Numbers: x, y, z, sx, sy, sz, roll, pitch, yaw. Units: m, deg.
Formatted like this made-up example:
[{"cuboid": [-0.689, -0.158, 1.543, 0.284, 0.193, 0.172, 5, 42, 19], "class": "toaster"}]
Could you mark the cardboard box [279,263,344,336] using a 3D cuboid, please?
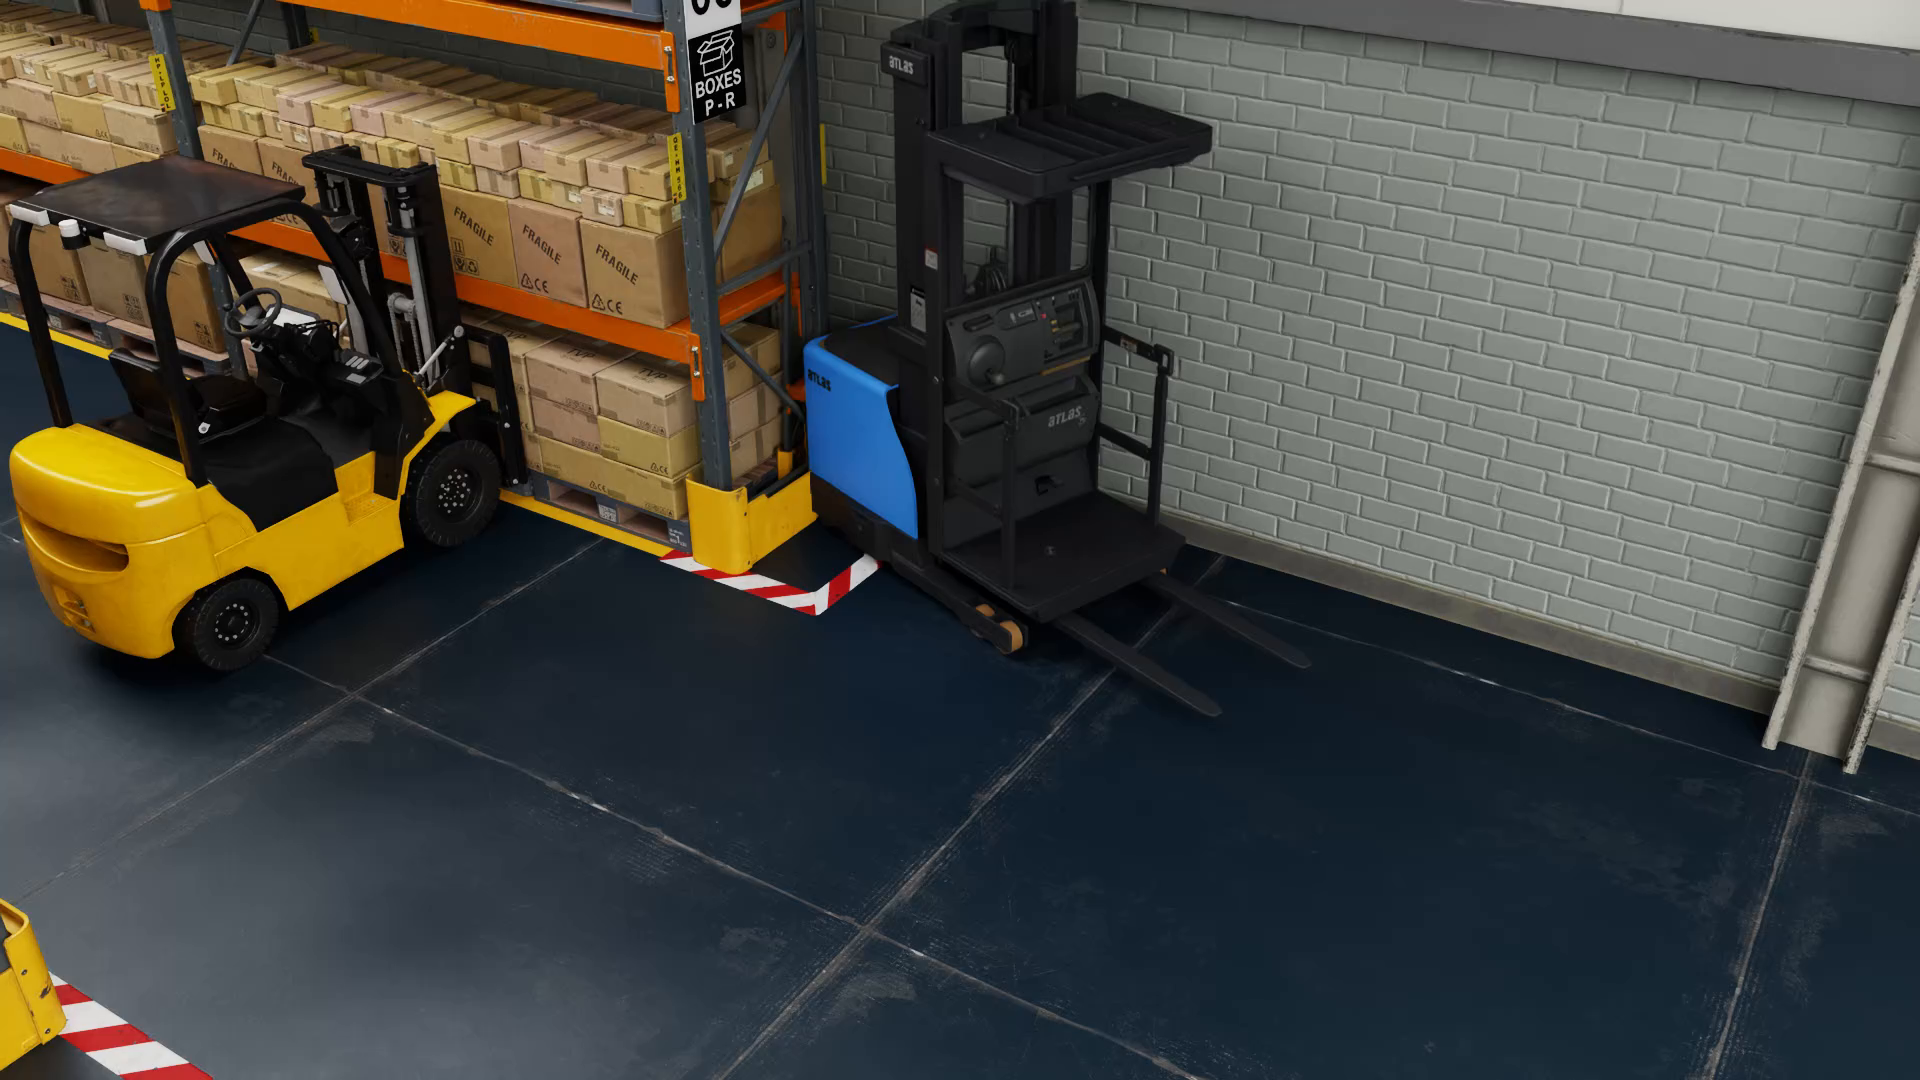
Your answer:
[{"cuboid": [-3.764, -1.491, 10.149, 0.500, 0.250, 0.500, 18, 35, 27], "class": "cardboard box"}]

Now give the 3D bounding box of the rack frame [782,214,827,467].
[{"cuboid": [-0.887, -1.070, 9.516, 0.032, 1.500, 0.500, 13, 31, 17], "class": "rack frame"}]

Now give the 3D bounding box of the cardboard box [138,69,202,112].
[{"cuboid": [-4.842, -2.790, 10.313, 0.250, 0.149, 0.380, 19, 35, 29], "class": "cardboard box"}]

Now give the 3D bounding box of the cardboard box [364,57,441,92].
[{"cuboid": [-3.337, -2.775, 9.992, 0.250, 0.149, 0.380, 17, 34, 26], "class": "cardboard box"}]

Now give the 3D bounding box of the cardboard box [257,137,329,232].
[{"cuboid": [-3.748, -2.151, 9.860, 0.500, 0.500, 0.500, 18, 35, 28], "class": "cardboard box"}]

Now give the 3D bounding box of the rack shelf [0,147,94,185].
[{"cuboid": [-6.129, -2.695, 11.607, 4.000, 0.370, 1.077, 18, 35, 27], "class": "rack shelf"}]

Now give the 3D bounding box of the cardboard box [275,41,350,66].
[{"cuboid": [-4.004, -2.965, 10.318, 0.250, 0.149, 0.380, 18, 35, 27], "class": "cardboard box"}]

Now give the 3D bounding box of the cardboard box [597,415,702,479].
[{"cuboid": [-1.625, -0.605, 9.126, 0.500, 0.250, 0.500, 17, 34, 27], "class": "cardboard box"}]

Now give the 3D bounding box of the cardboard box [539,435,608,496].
[{"cuboid": [-2.029, -0.521, 9.478, 0.500, 0.250, 0.500, 18, 35, 27], "class": "cardboard box"}]

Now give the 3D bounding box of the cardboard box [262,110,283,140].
[{"cuboid": [-3.849, -2.469, 9.763, 0.250, 0.149, 0.380, 17, 35, 27], "class": "cardboard box"}]

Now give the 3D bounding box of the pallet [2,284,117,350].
[{"cuboid": [-6.117, -1.773, 12.079, 1.213, 0.211, 1.003, 18, 35, 27], "class": "pallet"}]

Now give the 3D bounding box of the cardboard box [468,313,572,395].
[{"cuboid": [-2.471, -1.080, 9.444, 0.500, 0.250, 0.500, 18, 35, 28], "class": "cardboard box"}]

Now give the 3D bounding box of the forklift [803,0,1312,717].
[{"cuboid": [0.450, -0.983, 8.026, 1.130, 2.935, 3.031, -22, 37, -33], "class": "forklift"}]

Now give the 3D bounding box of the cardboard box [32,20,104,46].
[{"cuboid": [-6.129, -3.461, 11.463, 0.250, 0.149, 0.380, 19, 35, 29], "class": "cardboard box"}]

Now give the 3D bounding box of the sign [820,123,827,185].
[{"cuboid": [-0.747, -2.042, 8.836, 0.005, 0.325, 0.100, 18, 35, 27], "class": "sign"}]

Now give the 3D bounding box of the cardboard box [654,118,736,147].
[{"cuboid": [-1.410, -2.130, 8.885, 0.250, 0.149, 0.380, 19, 35, 29], "class": "cardboard box"}]

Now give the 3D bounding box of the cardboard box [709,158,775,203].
[{"cuboid": [-1.196, -1.924, 8.827, 0.250, 0.149, 0.380, 17, 34, 26], "class": "cardboard box"}]

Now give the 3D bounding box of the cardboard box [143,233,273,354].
[{"cuboid": [-4.882, -1.761, 11.231, 0.625, 0.625, 0.875, 19, 35, 29], "class": "cardboard box"}]

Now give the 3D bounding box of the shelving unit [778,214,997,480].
[{"cuboid": [-0.422, -0.960, 9.370, 1.083, 1.500, 0.587, 13, 31, 17], "class": "shelving unit"}]

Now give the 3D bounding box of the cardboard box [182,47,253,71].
[{"cuboid": [-4.818, -3.073, 10.799, 0.250, 0.149, 0.380, 16, 34, 26], "class": "cardboard box"}]

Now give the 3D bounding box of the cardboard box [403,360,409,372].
[{"cuboid": [-2.914, -1.009, 9.819, 0.500, 0.250, 0.500, 17, 35, 27], "class": "cardboard box"}]

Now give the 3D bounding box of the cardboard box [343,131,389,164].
[{"cuboid": [-3.236, -2.241, 9.371, 0.250, 0.149, 0.380, 16, 34, 26], "class": "cardboard box"}]

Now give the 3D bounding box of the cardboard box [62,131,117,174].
[{"cuboid": [-5.429, -2.561, 10.812, 0.500, 0.250, 0.500, 17, 34, 27], "class": "cardboard box"}]

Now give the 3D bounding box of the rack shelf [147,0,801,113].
[{"cuboid": [-2.741, -2.919, 9.014, 4.000, 0.370, 1.077, 18, 35, 27], "class": "rack shelf"}]

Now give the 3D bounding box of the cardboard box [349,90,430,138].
[{"cuboid": [-3.189, -2.399, 9.347, 0.250, 0.149, 0.380, 17, 34, 27], "class": "cardboard box"}]

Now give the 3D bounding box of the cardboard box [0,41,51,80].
[{"cuboid": [-6.206, -3.158, 10.943, 0.250, 0.149, 0.380, 17, 34, 26], "class": "cardboard box"}]

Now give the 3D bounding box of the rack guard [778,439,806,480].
[{"cuboid": [-0.915, -0.527, 9.825, 0.087, 0.250, 0.587, 13, 31, 17], "class": "rack guard"}]

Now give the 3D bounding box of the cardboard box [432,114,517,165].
[{"cuboid": [-2.596, -2.156, 8.930, 0.250, 0.149, 0.380, 18, 35, 28], "class": "cardboard box"}]

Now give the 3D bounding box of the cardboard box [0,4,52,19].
[{"cuboid": [-6.726, -3.711, 11.891, 0.250, 0.149, 0.380, 17, 34, 26], "class": "cardboard box"}]

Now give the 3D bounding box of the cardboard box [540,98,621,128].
[{"cuboid": [-2.091, -2.313, 9.200, 0.250, 0.149, 0.380, 19, 35, 29], "class": "cardboard box"}]

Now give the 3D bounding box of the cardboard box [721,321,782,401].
[{"cuboid": [-1.353, -1.034, 9.365, 0.500, 0.250, 0.500, 17, 34, 27], "class": "cardboard box"}]

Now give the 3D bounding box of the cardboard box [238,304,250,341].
[{"cuboid": [-4.189, -1.418, 10.521, 0.500, 0.250, 0.500, 17, 34, 27], "class": "cardboard box"}]

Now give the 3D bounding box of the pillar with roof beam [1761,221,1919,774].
[{"cuboid": [1.636, -1.116, 2.233, 0.400, 9.000, 9.100, 18, 35, 27], "class": "pillar with roof beam"}]

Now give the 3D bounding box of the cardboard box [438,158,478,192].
[{"cuboid": [-2.589, -2.028, 9.007, 0.250, 0.149, 0.380, 18, 35, 28], "class": "cardboard box"}]

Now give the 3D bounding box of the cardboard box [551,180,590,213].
[{"cuboid": [-1.909, -1.847, 8.696, 0.250, 0.149, 0.380, 18, 35, 28], "class": "cardboard box"}]

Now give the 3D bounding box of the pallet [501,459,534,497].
[{"cuboid": [-2.746, -0.708, 10.255, 1.213, 0.211, 1.003, 18, 35, 27], "class": "pallet"}]

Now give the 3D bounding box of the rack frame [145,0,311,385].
[{"cuboid": [-4.435, -2.470, 10.507, 0.127, 3.000, 1.000, 18, 35, 27], "class": "rack frame"}]

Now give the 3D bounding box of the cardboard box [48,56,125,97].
[{"cuboid": [-5.543, -2.954, 10.593, 0.250, 0.149, 0.380, 16, 34, 26], "class": "cardboard box"}]

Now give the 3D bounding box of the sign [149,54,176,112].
[{"cuboid": [-4.715, -2.702, 9.834, 0.005, 0.325, 0.100, 18, 35, 27], "class": "sign"}]

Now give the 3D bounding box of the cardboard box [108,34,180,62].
[{"cuboid": [-5.453, -3.278, 11.149, 0.250, 0.149, 0.380, 18, 35, 27], "class": "cardboard box"}]

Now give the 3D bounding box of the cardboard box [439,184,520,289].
[{"cuboid": [-2.472, -1.742, 9.159, 0.500, 0.500, 0.500, 17, 34, 26], "class": "cardboard box"}]

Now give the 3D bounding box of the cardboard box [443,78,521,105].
[{"cuboid": [-2.738, -2.527, 9.567, 0.250, 0.149, 0.380, 19, 35, 29], "class": "cardboard box"}]

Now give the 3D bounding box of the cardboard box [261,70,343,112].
[{"cuboid": [-3.832, -2.614, 9.716, 0.250, 0.149, 0.380, 17, 34, 26], "class": "cardboard box"}]

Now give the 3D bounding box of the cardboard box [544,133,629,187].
[{"cuboid": [-1.924, -1.968, 8.608, 0.250, 0.149, 0.380, 18, 35, 28], "class": "cardboard box"}]

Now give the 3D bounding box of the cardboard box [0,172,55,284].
[{"cuboid": [-6.744, -2.353, 12.246, 0.625, 0.625, 0.875, 19, 35, 29], "class": "cardboard box"}]

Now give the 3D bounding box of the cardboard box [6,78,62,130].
[{"cuboid": [-5.856, -2.918, 10.928, 0.500, 0.250, 0.500, 18, 35, 28], "class": "cardboard box"}]

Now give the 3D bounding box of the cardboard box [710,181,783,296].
[{"cuboid": [-1.319, -1.693, 9.076, 0.500, 0.500, 0.500, 19, 35, 29], "class": "cardboard box"}]
